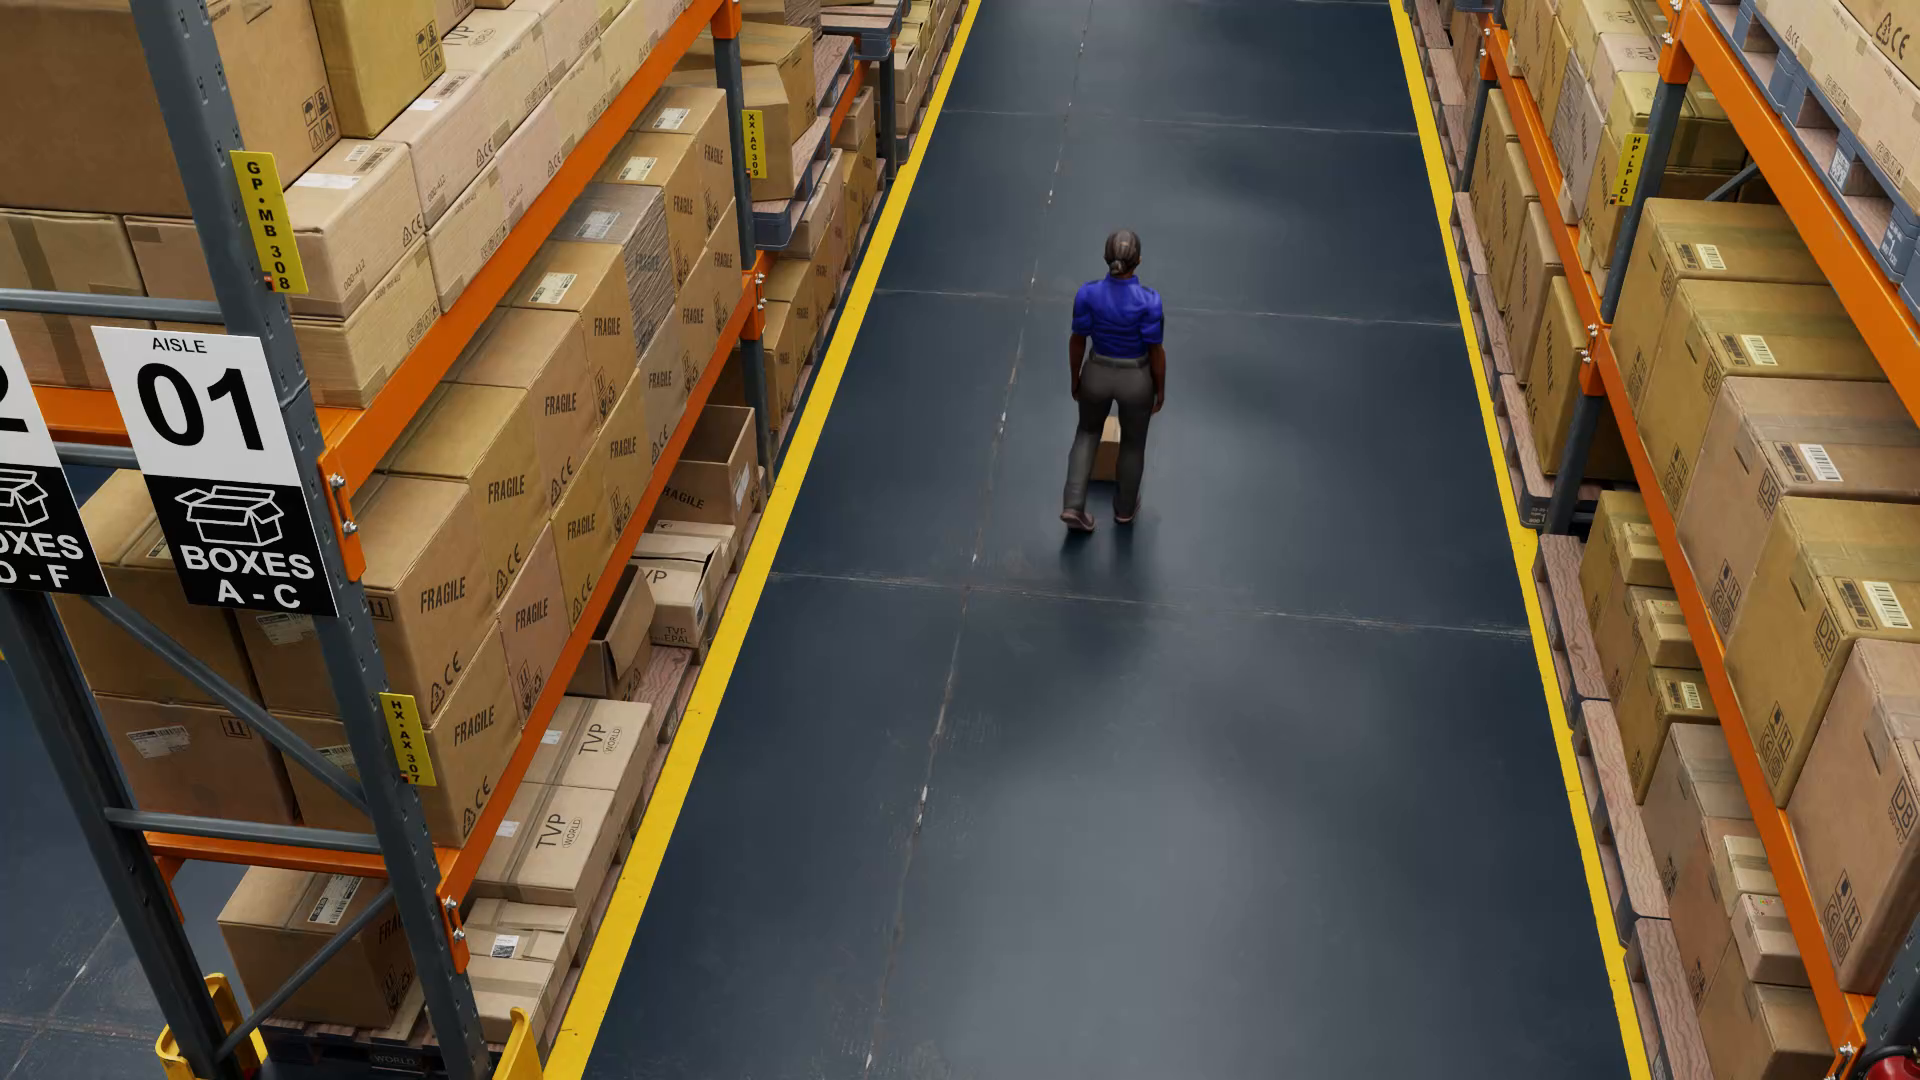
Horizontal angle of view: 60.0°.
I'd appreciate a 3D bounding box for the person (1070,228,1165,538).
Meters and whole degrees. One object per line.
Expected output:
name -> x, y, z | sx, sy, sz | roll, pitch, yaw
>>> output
person -> 0.747, -0.744, 8.084 | 0.436, 1.687, 0.315 | 5, 37, 7
